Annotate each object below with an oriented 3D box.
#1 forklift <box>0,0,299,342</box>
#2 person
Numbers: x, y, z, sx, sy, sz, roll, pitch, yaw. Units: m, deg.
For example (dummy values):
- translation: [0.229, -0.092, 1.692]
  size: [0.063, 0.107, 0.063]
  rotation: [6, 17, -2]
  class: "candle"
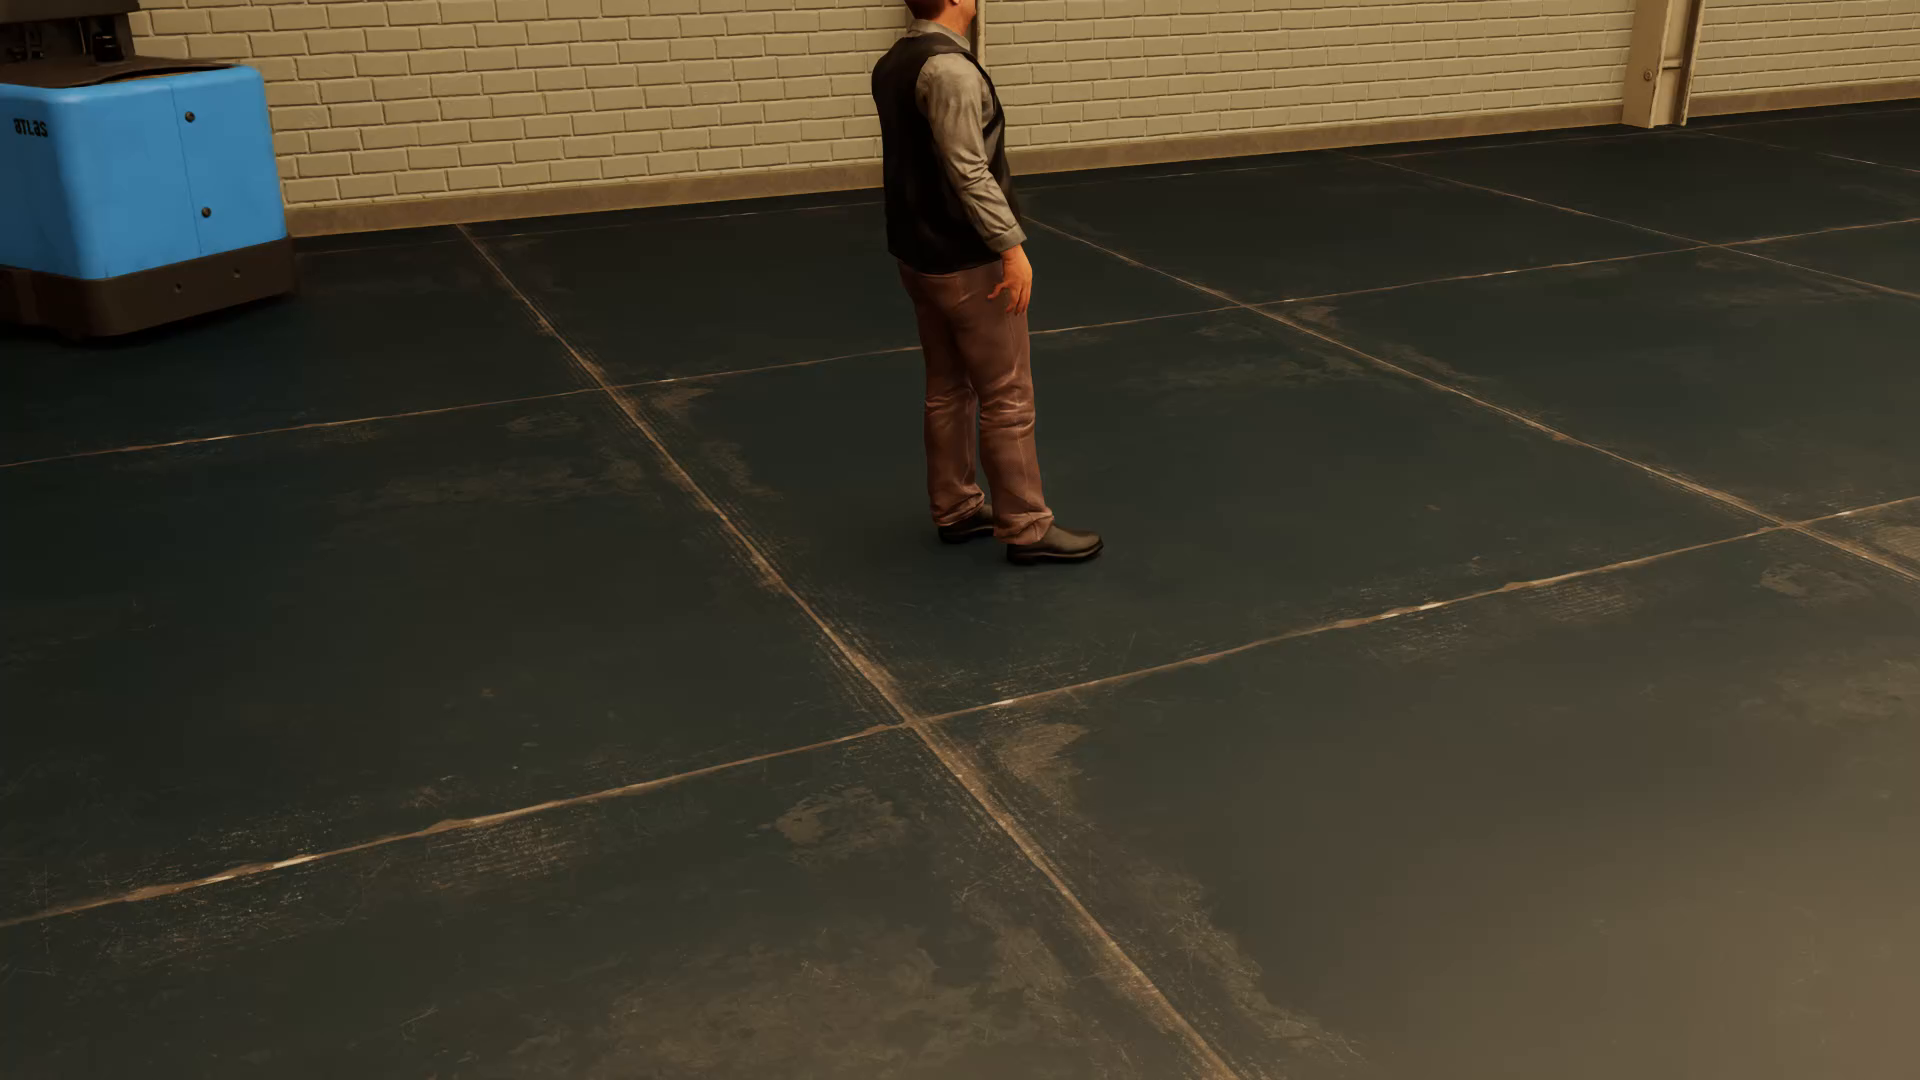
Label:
- translation: [-4.616, -2.588, 7.515]
  size: [3.031, 2.935, 1.130]
  rotation: [12, 26, 27]
  class: "forklift"
- translation: [0.059, -0.809, 4.791]
  size: [0.568, 1.720, 0.632]
  rotation: [-10, 25, -23]
  class: "person"
